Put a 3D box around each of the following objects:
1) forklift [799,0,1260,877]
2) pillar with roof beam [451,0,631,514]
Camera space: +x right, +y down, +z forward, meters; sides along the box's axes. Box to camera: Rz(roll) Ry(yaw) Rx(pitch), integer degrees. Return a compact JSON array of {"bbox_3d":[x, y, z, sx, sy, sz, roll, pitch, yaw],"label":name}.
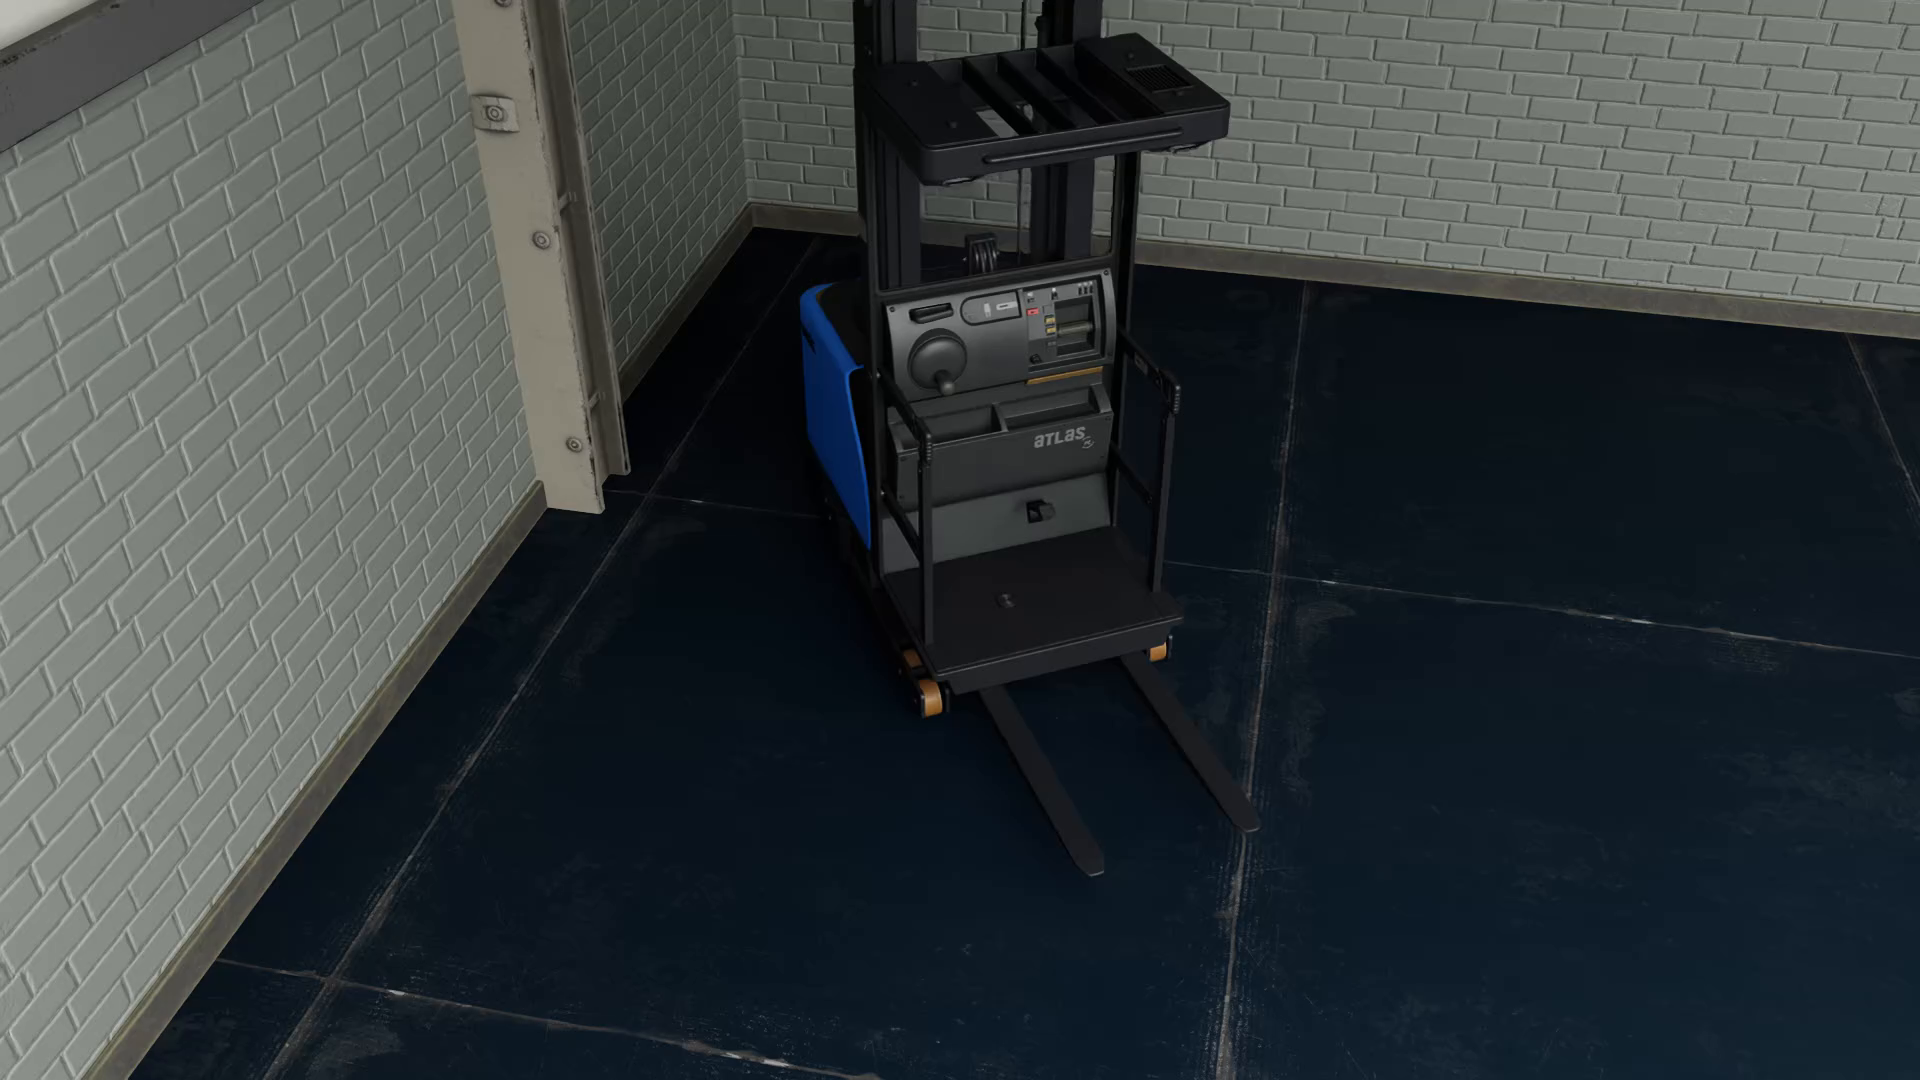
[{"bbox_3d":[0.242,-0.742,6.277,1.130,2.935,3.031,-12,38,-16],"label":"forklift"},{"bbox_3d":[2.387,-3.361,4.719,9.100,9.000,0.400,7,37,10],"label":"pillar with roof beam"}]
